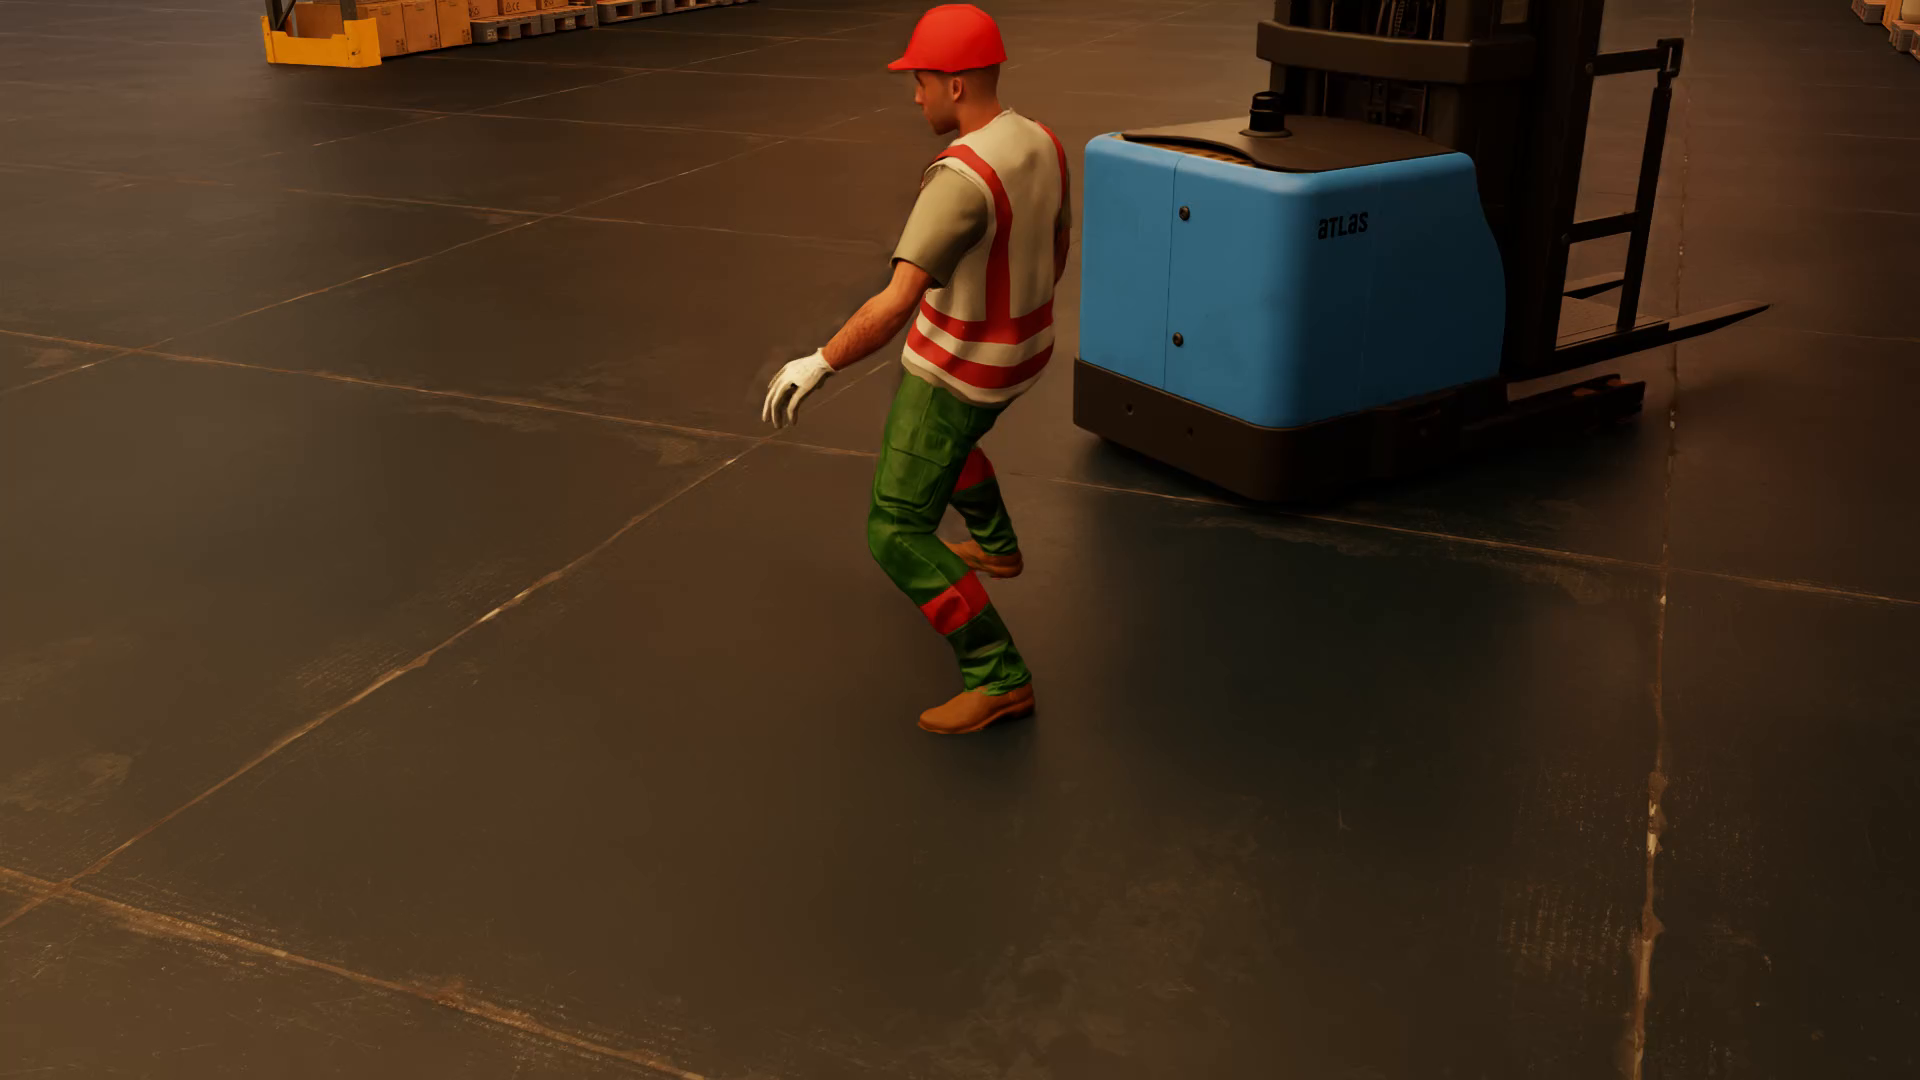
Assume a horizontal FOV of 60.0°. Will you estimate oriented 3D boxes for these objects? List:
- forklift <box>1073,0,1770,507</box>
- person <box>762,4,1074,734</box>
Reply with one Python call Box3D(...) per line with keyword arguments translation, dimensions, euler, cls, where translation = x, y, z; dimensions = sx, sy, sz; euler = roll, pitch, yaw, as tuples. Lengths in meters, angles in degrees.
Box3D(translation=(1.900, -1.886, 5.805), dimensions=(3.031, 2.935, 1.130), euler=(-15, 27, -32), cls="forklift")
Box3D(translation=(-0.011, -0.453, 4.082), dimensions=(0.678, 1.651, 0.993), euler=(13, 26, 28), cls="person")
